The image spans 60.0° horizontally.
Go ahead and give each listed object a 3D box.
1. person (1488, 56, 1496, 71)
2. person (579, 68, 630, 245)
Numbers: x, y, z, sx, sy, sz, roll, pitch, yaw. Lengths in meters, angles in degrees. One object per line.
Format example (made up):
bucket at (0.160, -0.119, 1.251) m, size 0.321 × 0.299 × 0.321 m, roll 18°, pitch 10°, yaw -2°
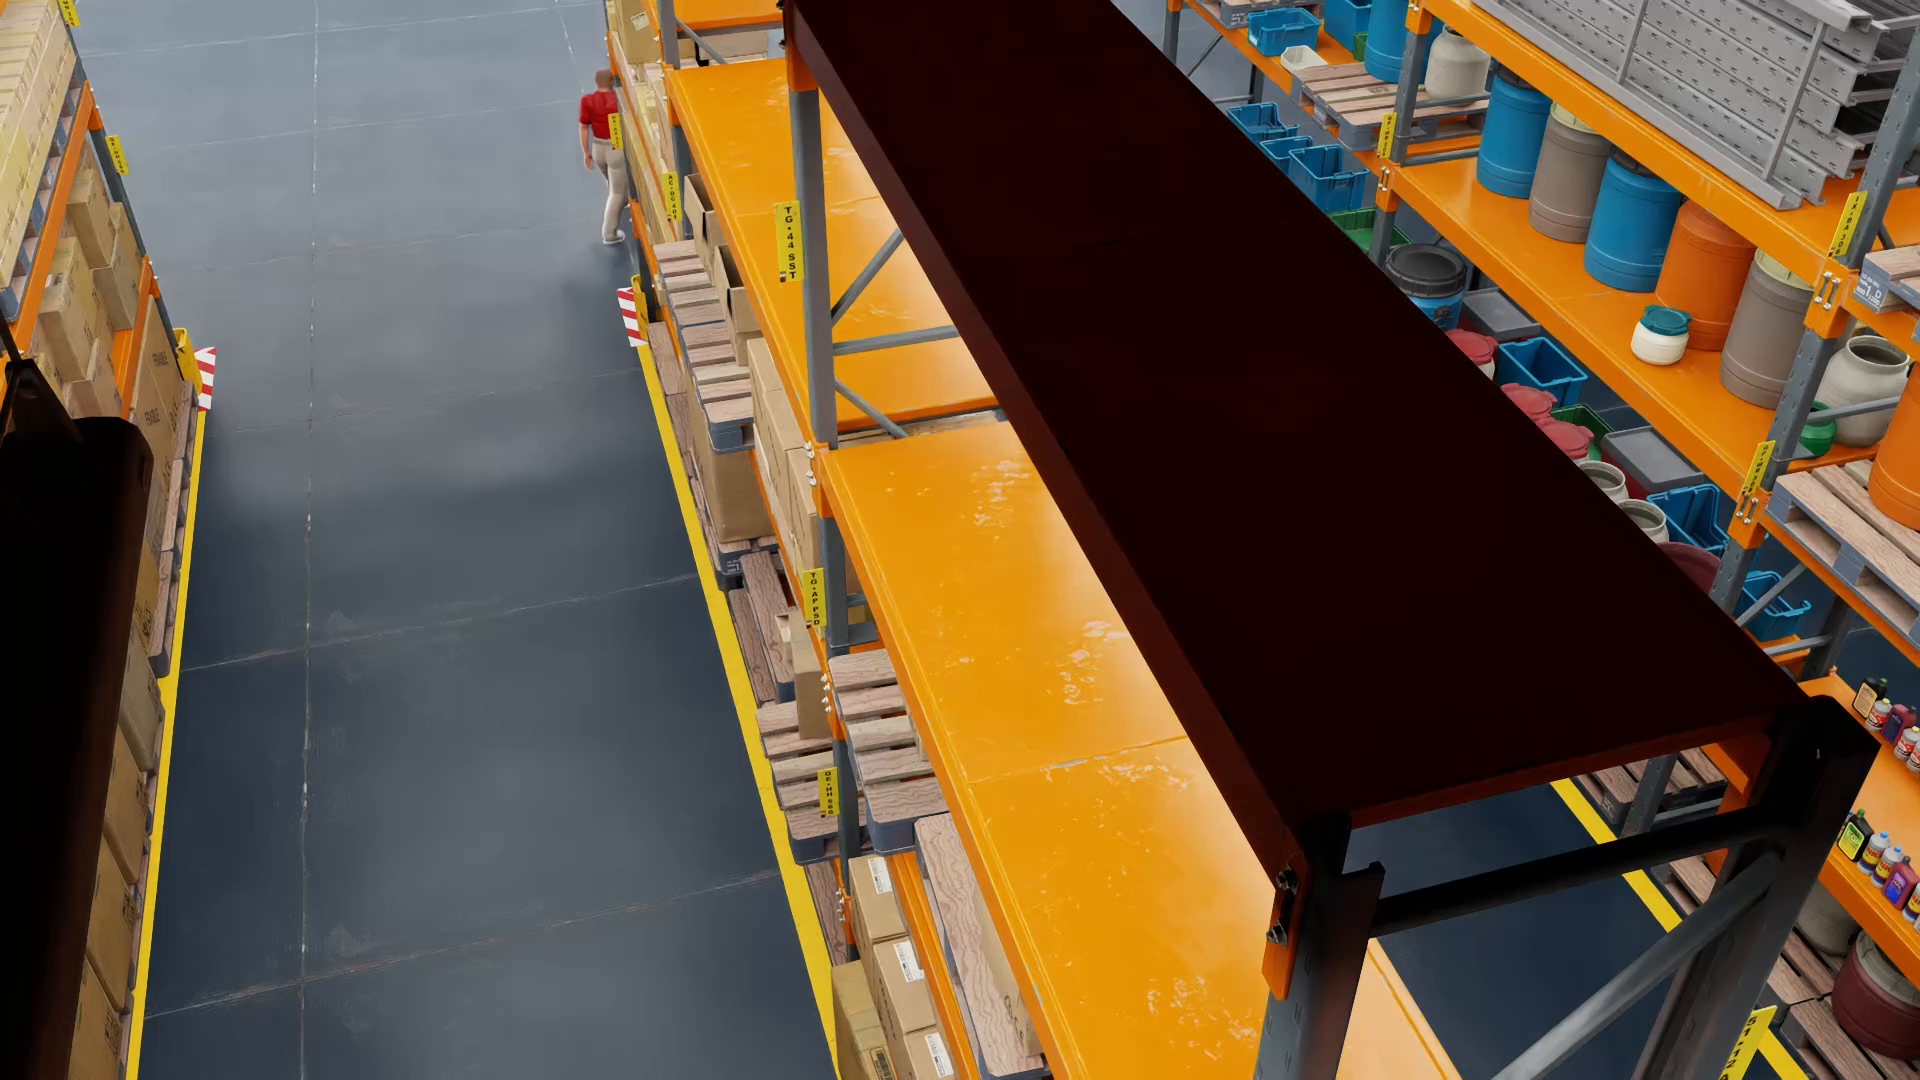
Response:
person at (6.494, -6.213, 19.312) m, size 0.814 × 1.647 × 0.515 m, roll 7°, pitch 39°, yaw 9°
person at (-3.373, -3.840, 16.304) m, size 0.582 × 1.671 × 1.037 m, roll 19°, pitch 42°, yaw 22°
